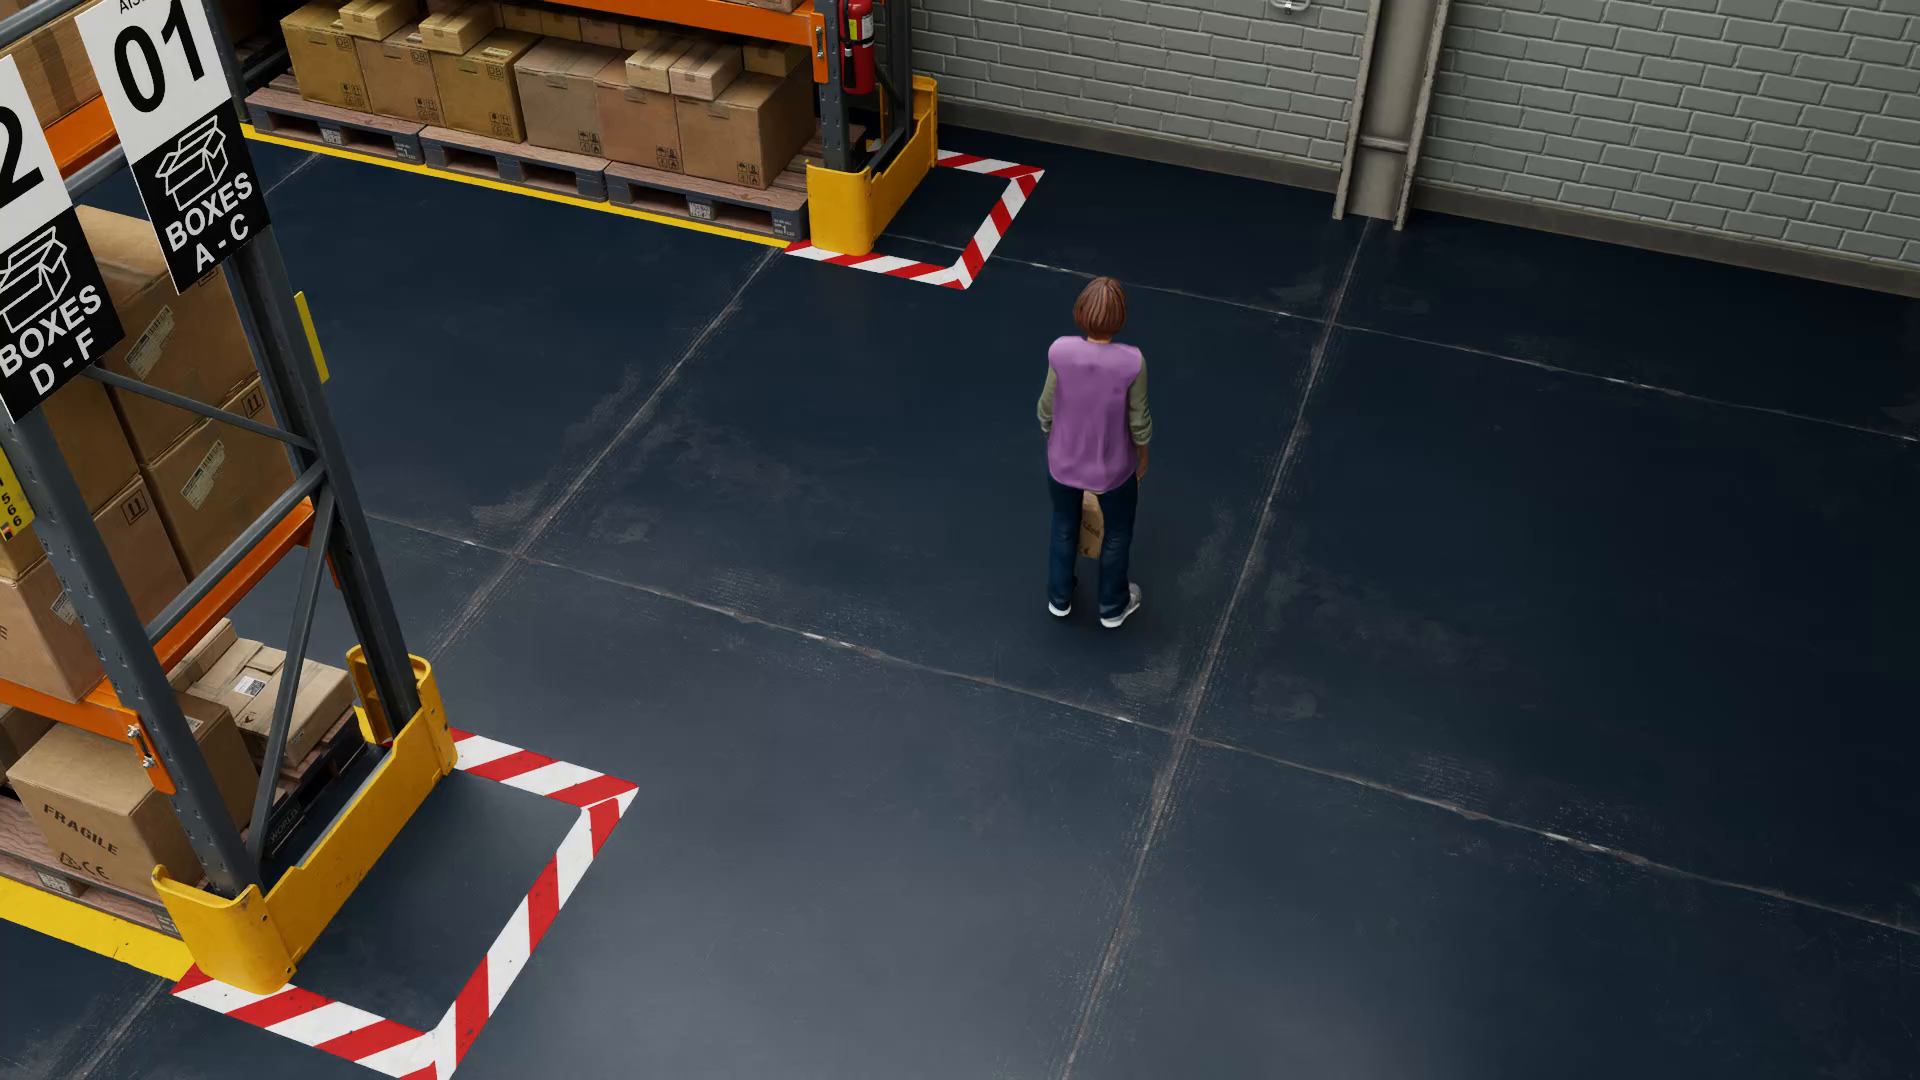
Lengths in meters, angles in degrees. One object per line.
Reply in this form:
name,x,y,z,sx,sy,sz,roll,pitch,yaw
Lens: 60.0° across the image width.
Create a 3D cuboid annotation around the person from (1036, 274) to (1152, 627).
person,0.520,-0.311,6.512,0.463,1.592,0.345,14,44,15
